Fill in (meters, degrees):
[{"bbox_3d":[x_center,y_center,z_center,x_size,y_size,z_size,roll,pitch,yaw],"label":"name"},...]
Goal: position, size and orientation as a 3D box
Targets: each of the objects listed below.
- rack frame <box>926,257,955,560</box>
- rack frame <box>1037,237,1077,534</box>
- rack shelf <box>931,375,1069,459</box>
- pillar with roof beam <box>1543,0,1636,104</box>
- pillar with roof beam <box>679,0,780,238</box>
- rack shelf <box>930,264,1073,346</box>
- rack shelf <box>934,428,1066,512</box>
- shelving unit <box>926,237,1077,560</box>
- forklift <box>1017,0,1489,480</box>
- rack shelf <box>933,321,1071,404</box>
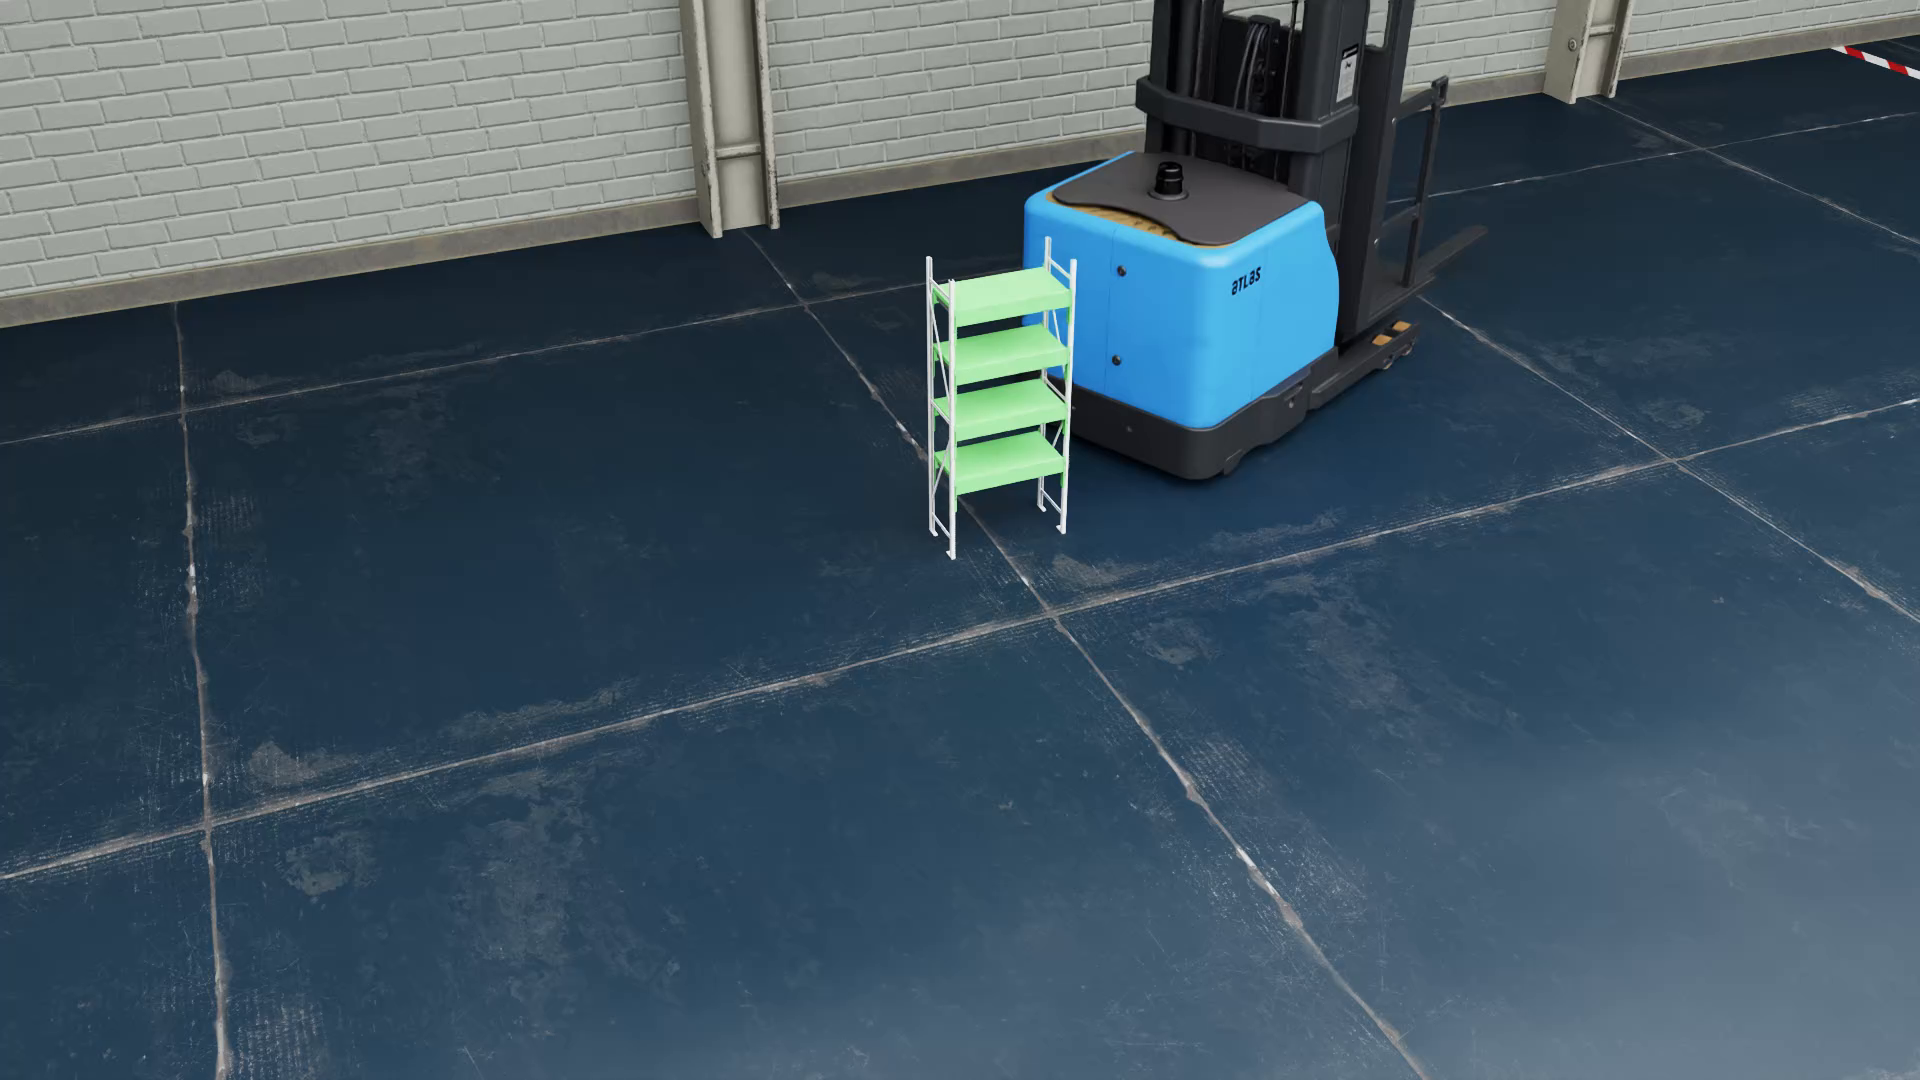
[{"bbox_3d":[-0.072,-0.486,6.397,0.015,1.200,0.240,-13,35,-19],"label":"rack frame"},{"bbox_3d":[0.378,-0.589,6.556,0.015,1.200,0.240,-13,35,-19],"label":"rack frame"},{"bbox_3d":[0.153,-0.484,6.511,0.480,0.148,0.258,-13,35,-19],"label":"rack shelf"},{"bbox_3d":[5.932,-4.691,5.709,0.400,9.000,9.100,-13,35,-19],"label":"pillar with roof beam"},{"bbox_3d":[0.399,-3.425,3.762,0.400,9.000,9.100,-13,35,-19],"label":"pillar with roof beam"},{"bbox_3d":[0.153,-0.887,6.250,0.480,0.148,0.258,-13,35,-19],"label":"rack shelf"},{"bbox_3d":[0.153,-0.283,6.642,0.480,0.148,0.258,-13,35,-19],"label":"rack shelf"},{"bbox_3d":[0.153,-0.538,6.476,0.503,1.200,0.258,-13,35,-19],"label":"shelving unit"},{"bbox_3d":[1.597,-2.210,7.459,1.130,2.935,3.031,25,41,33],"label":"forklift"},{"bbox_3d":[0.153,-0.685,6.380,0.480,0.148,0.258,-13,35,-19],"label":"rack shelf"}]
